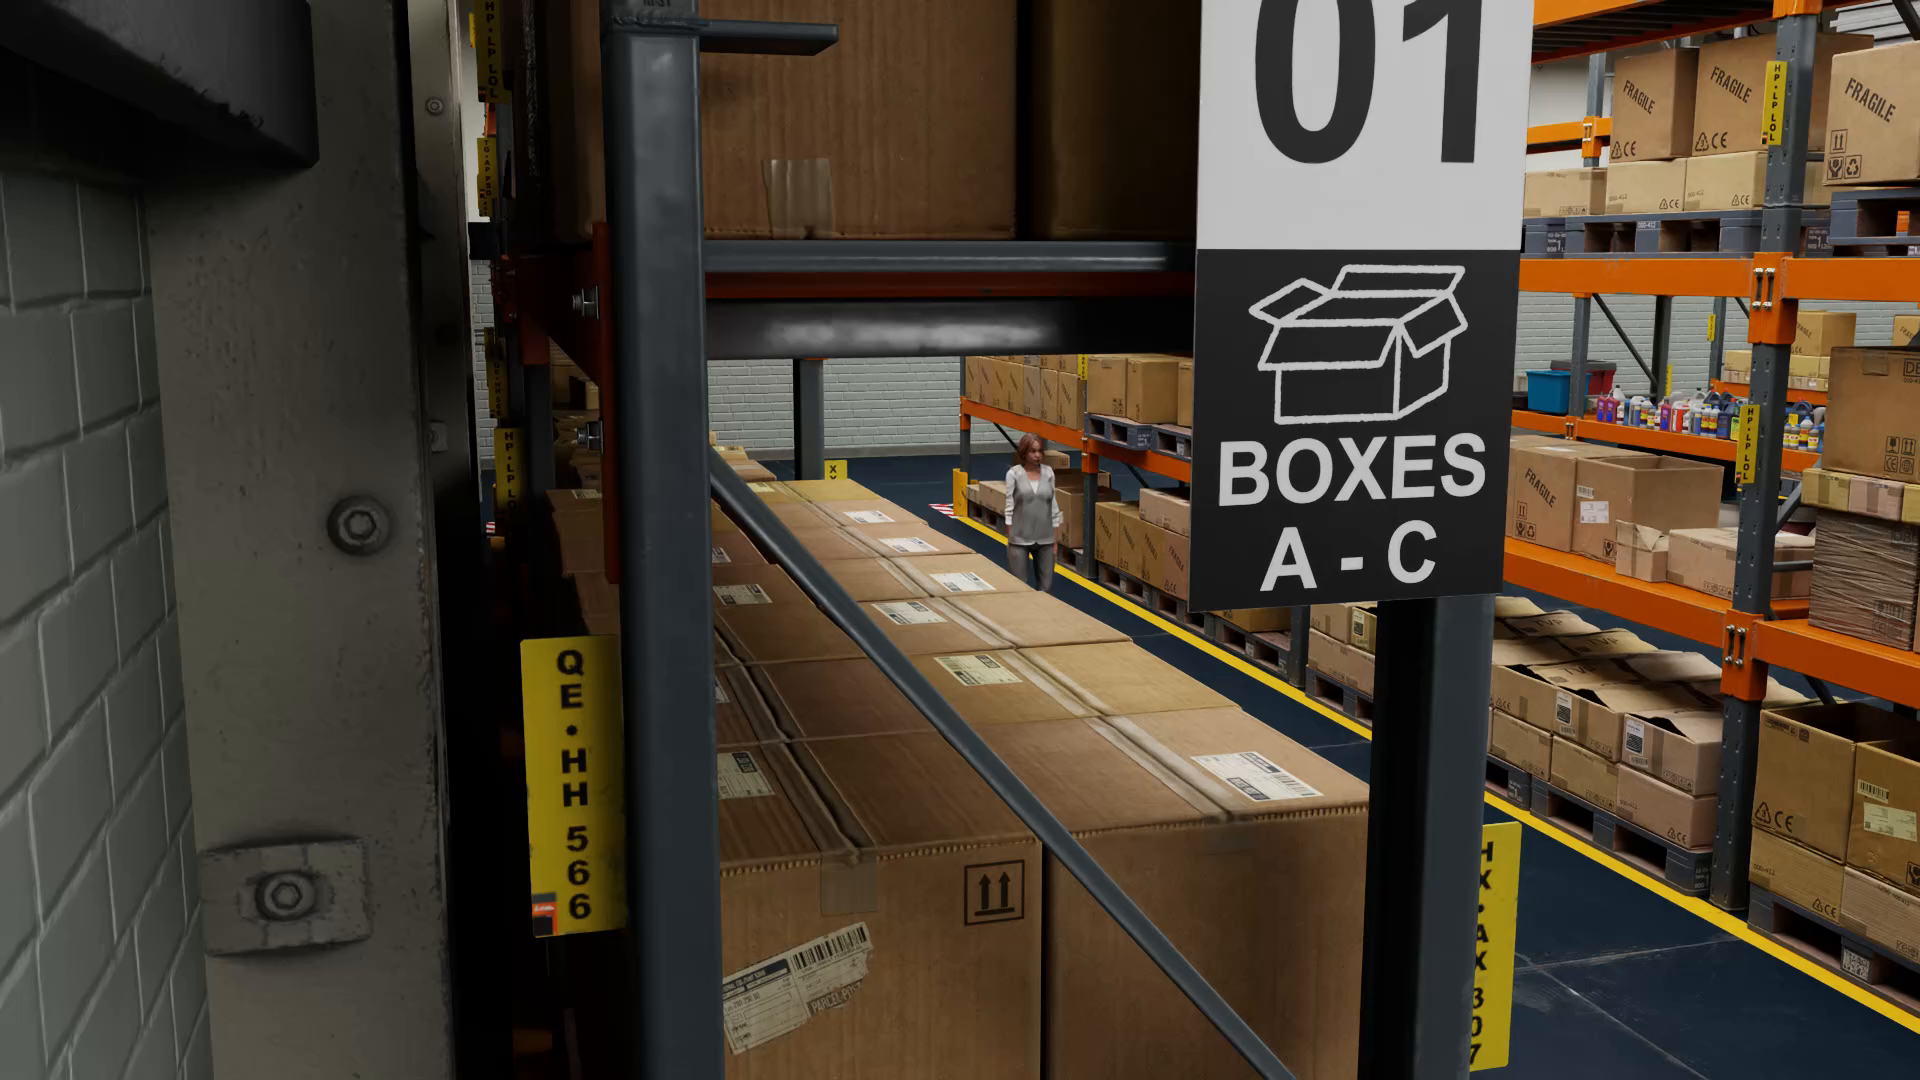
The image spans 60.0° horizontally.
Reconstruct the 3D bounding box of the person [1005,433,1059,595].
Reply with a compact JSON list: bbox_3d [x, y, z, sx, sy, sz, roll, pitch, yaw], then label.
[{"bbox_3d":[0.519,0.034,11.891,0.404,1.590,0.301,-2,10,-14],"label":"person"}]
